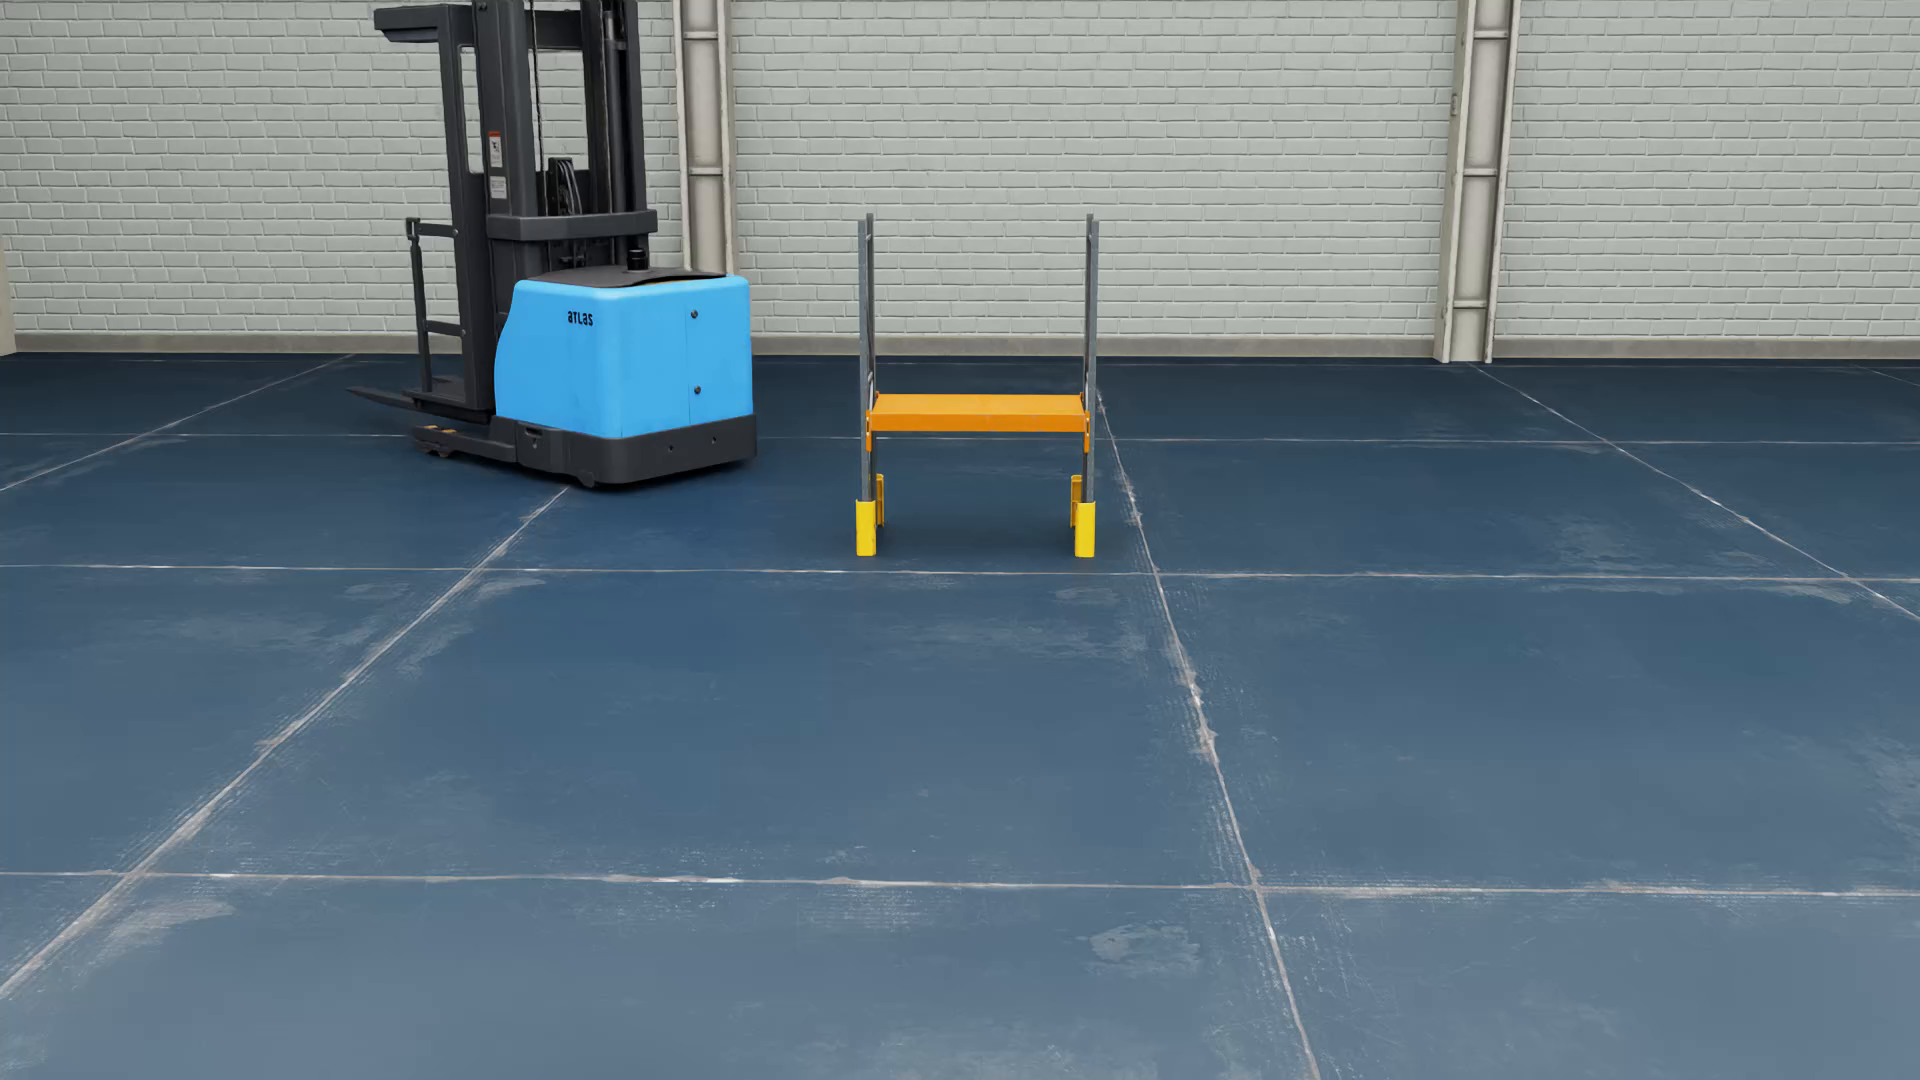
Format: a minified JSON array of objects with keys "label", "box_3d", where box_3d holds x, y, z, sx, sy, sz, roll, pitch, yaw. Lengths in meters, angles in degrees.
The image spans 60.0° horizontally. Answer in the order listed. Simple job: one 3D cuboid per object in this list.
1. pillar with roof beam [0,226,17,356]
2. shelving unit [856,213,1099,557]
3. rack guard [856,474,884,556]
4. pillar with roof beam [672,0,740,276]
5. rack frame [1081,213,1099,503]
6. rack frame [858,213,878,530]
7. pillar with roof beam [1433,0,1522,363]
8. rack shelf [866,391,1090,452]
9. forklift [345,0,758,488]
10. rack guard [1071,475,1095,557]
[{"label":"pillar with roof beam","box_3d":[-8.090,-4.773,8.293,0.400,9.000,9.100,0,15,1]},{"label":"shelving unit","box_3d":[0.076,-0.725,7.647,1.083,1.500,0.587,0,15,1]},{"label":"rack guard","box_3d":[-0.422,-0.124,7.819,0.087,0.250,0.587,0,15,1]},{"label":"pillar with roof beam","box_3d":[-2.092,-4.734,8.145,0.400,9.000,9.100,0,15,1]},{"label":"rack frame","box_3d":[0.593,-0.721,7.634,0.032,1.500,0.500,0,15,1]},{"label":"rack frame","box_3d":[-0.423,-0.728,7.659,0.032,1.500,0.500,0,15,1]},{"label":"pillar with roof beam","box_3d":[3.906,-4.695,7.996,0.400,9.000,9.100,0,15,1]},{"label":"rack shelf","box_3d":[0.085,-0.551,7.692,1.000,0.185,0.538,0,15,1]},{"label":"forklift","box_3d":[-2.582,-1.984,9.613,3.031,2.935,1.130,13,19,40]},{"label":"rack guard","box_3d":[0.574,-0.117,7.794,0.087,0.250,0.587,0,15,1]}]
